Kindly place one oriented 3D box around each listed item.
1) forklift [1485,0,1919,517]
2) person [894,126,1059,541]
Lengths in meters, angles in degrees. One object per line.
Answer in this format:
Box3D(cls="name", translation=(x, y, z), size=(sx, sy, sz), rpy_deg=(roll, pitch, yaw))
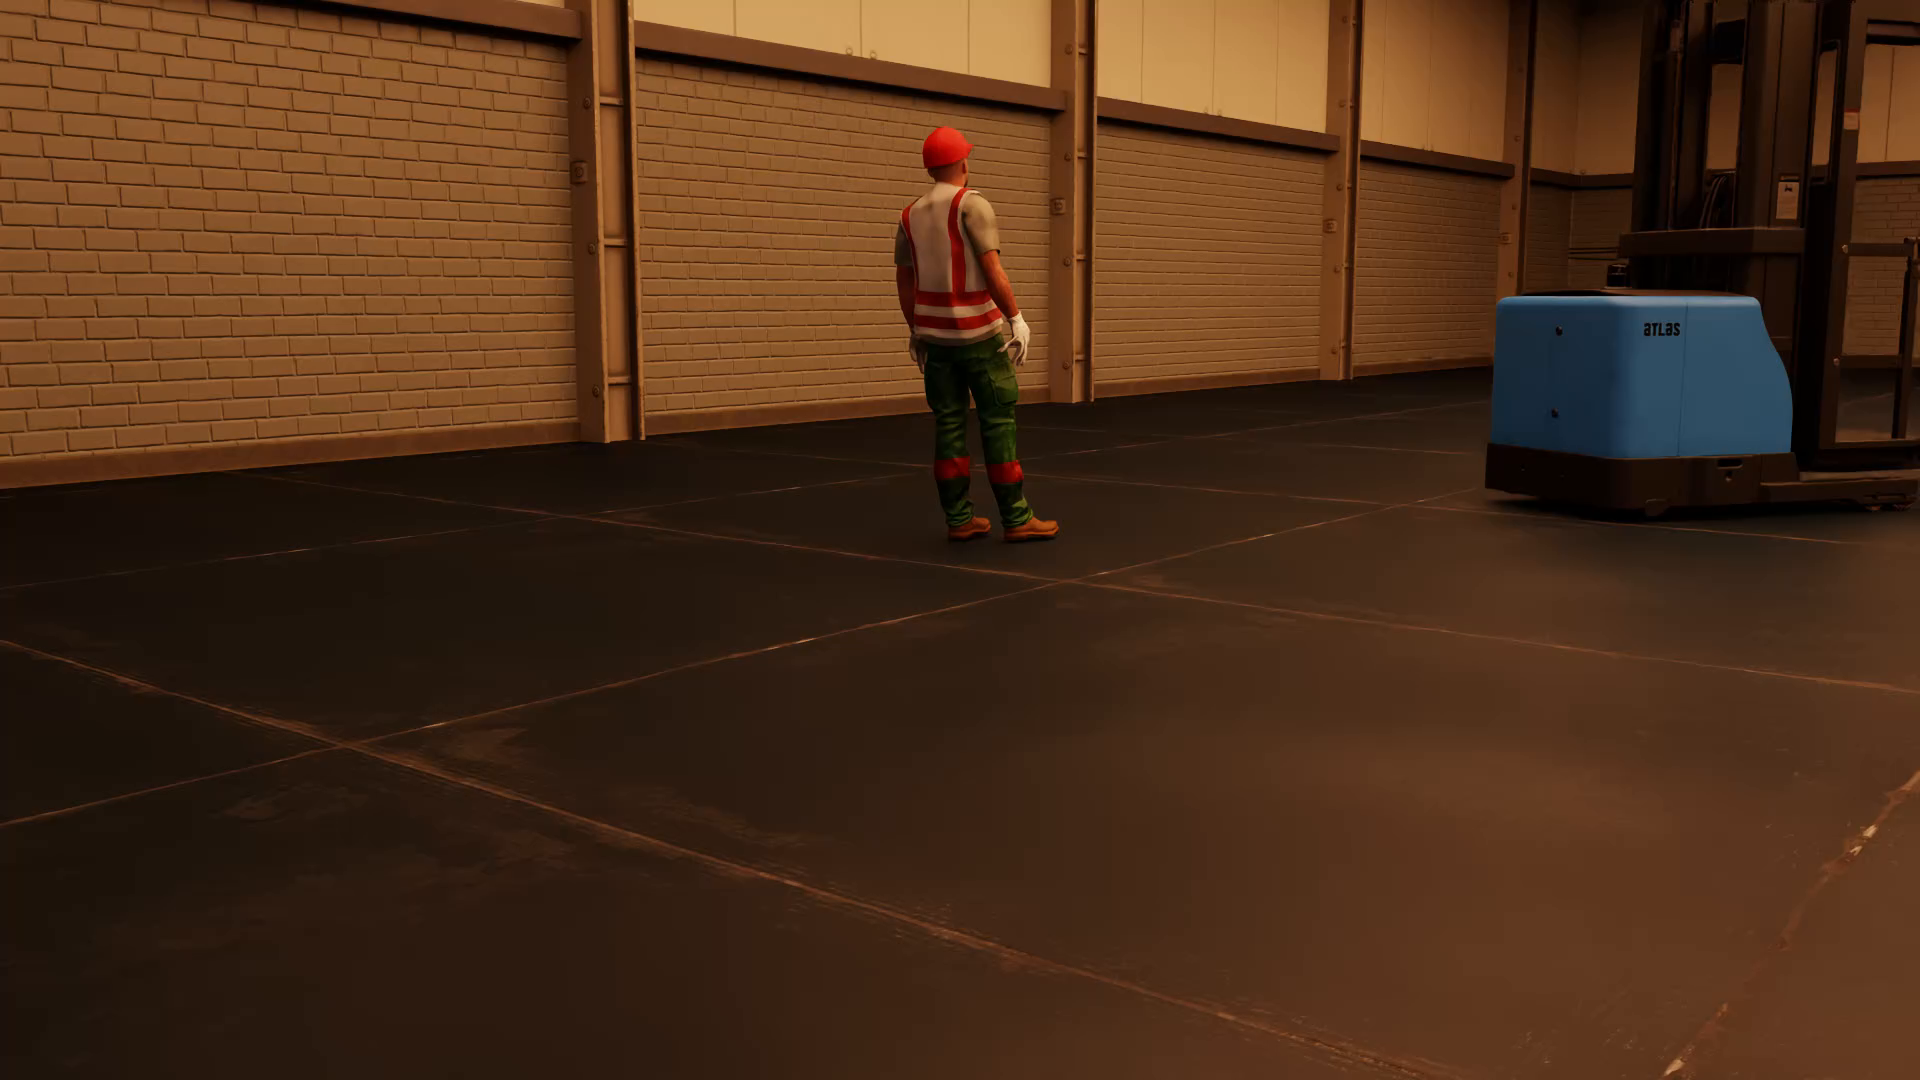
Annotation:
Box3D(cls="forklift", translation=(4.354, -1.665, 8.658), size=(3.031, 2.935, 1.130), rpy_deg=(-3, 9, -19))
Box3D(cls="person", translation=(0.060, -0.900, 7.328), size=(0.637, 1.787, 0.564), rpy_deg=(7, 11, 38))
